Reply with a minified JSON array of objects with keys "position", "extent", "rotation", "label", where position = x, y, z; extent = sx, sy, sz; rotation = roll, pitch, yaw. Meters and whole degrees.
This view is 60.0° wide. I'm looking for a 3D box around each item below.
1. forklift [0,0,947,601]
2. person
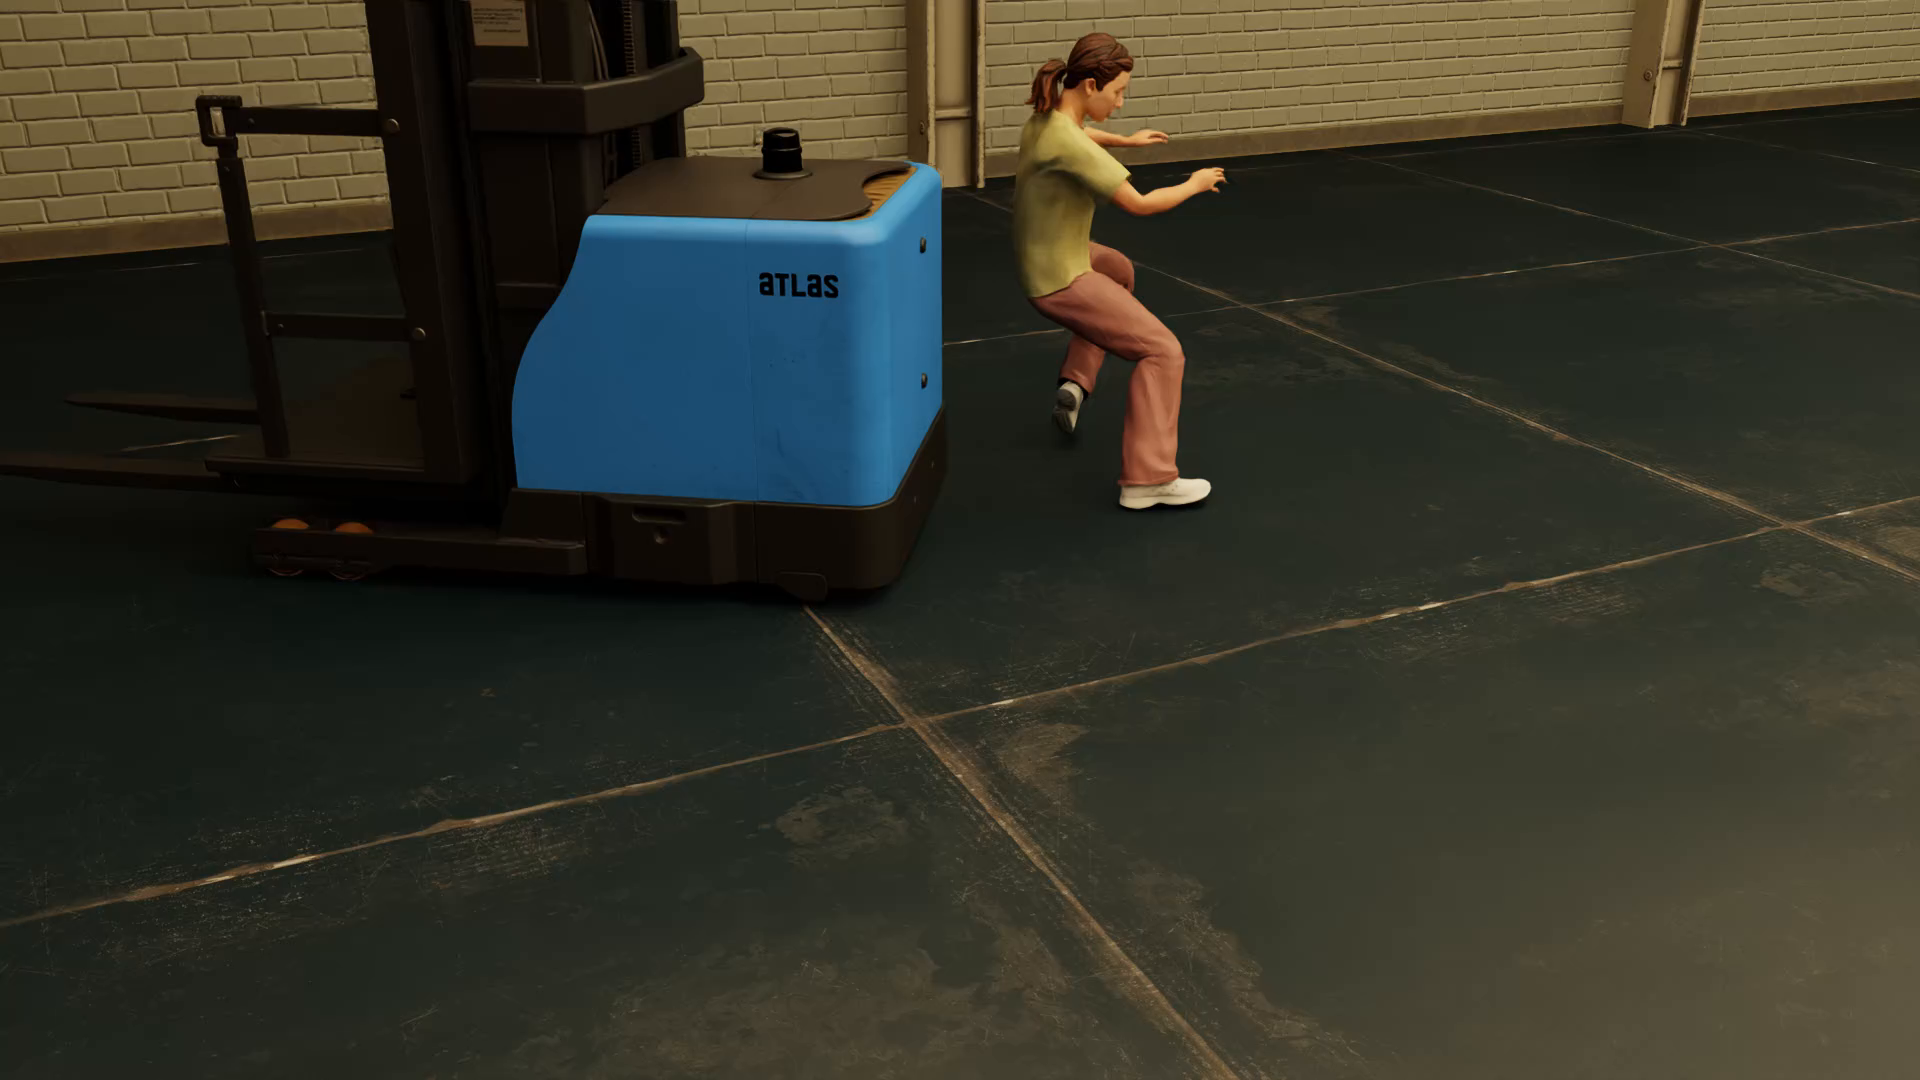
[{"position":[-1.606,-1.431,4.731],"extent":[3.031,2.935,1.130],"rotation":[3,23,8],"label":"forklift"},{"position":[0.515,-0.921,5.475],"extent":[0.668,1.450,0.954],"rotation":[-2,23,-5],"label":"person"}]
